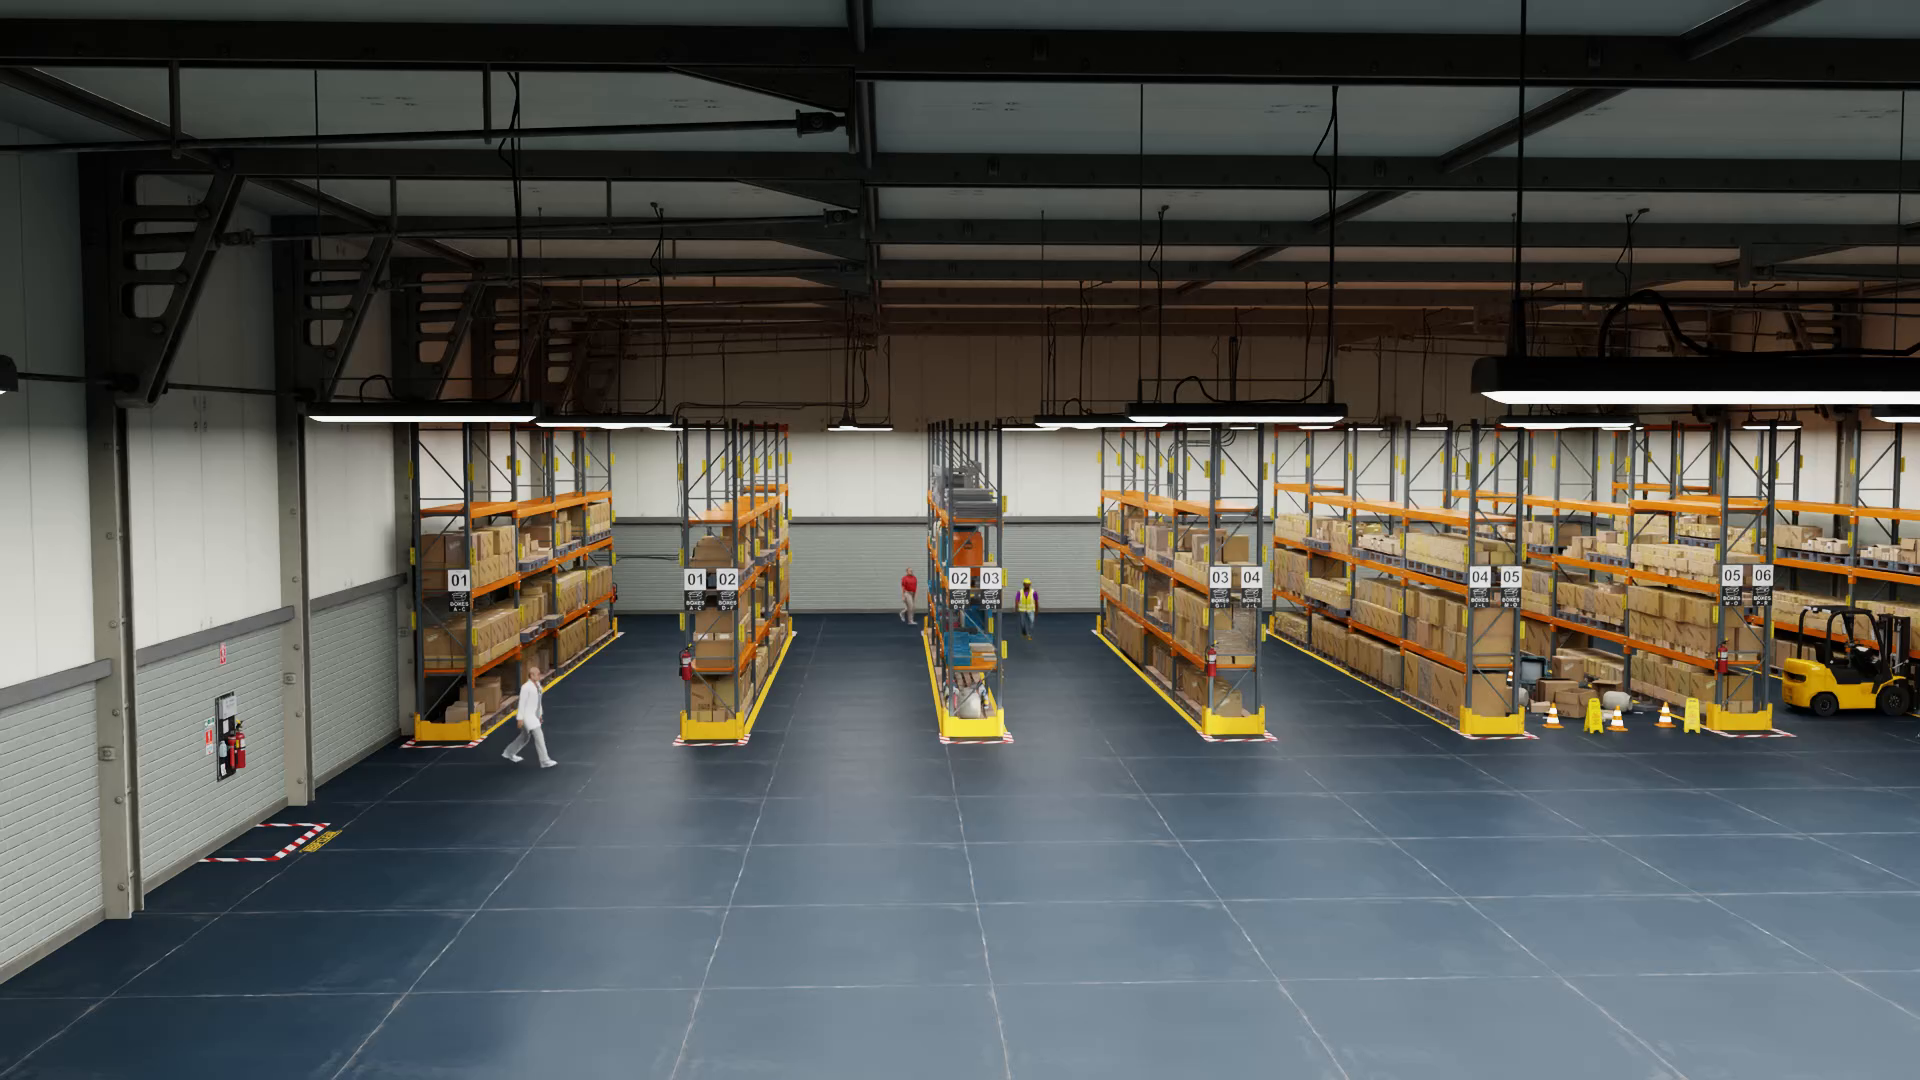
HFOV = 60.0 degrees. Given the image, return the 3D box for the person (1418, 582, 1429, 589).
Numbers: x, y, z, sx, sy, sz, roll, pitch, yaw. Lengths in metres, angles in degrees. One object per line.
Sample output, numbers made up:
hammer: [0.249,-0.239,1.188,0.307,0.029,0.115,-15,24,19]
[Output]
person: [13.033,1.896,46.921,0.518,1.713,0.345,-2,4,-32]

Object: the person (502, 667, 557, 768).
person: [-7.390,3.030,28.553,1.195,1.712,0.617,1,4,16]

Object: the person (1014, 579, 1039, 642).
person: [1.751,1.833,43.773,0.645,1.620,1.072,0,4,1]

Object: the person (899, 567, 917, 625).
person: [-1.544,1.666,49.839,0.778,1.693,0.537,3,5,36]

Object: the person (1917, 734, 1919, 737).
person: [18.397,2.846,31.238,0.986,1.728,0.566,-1,4,-9]
